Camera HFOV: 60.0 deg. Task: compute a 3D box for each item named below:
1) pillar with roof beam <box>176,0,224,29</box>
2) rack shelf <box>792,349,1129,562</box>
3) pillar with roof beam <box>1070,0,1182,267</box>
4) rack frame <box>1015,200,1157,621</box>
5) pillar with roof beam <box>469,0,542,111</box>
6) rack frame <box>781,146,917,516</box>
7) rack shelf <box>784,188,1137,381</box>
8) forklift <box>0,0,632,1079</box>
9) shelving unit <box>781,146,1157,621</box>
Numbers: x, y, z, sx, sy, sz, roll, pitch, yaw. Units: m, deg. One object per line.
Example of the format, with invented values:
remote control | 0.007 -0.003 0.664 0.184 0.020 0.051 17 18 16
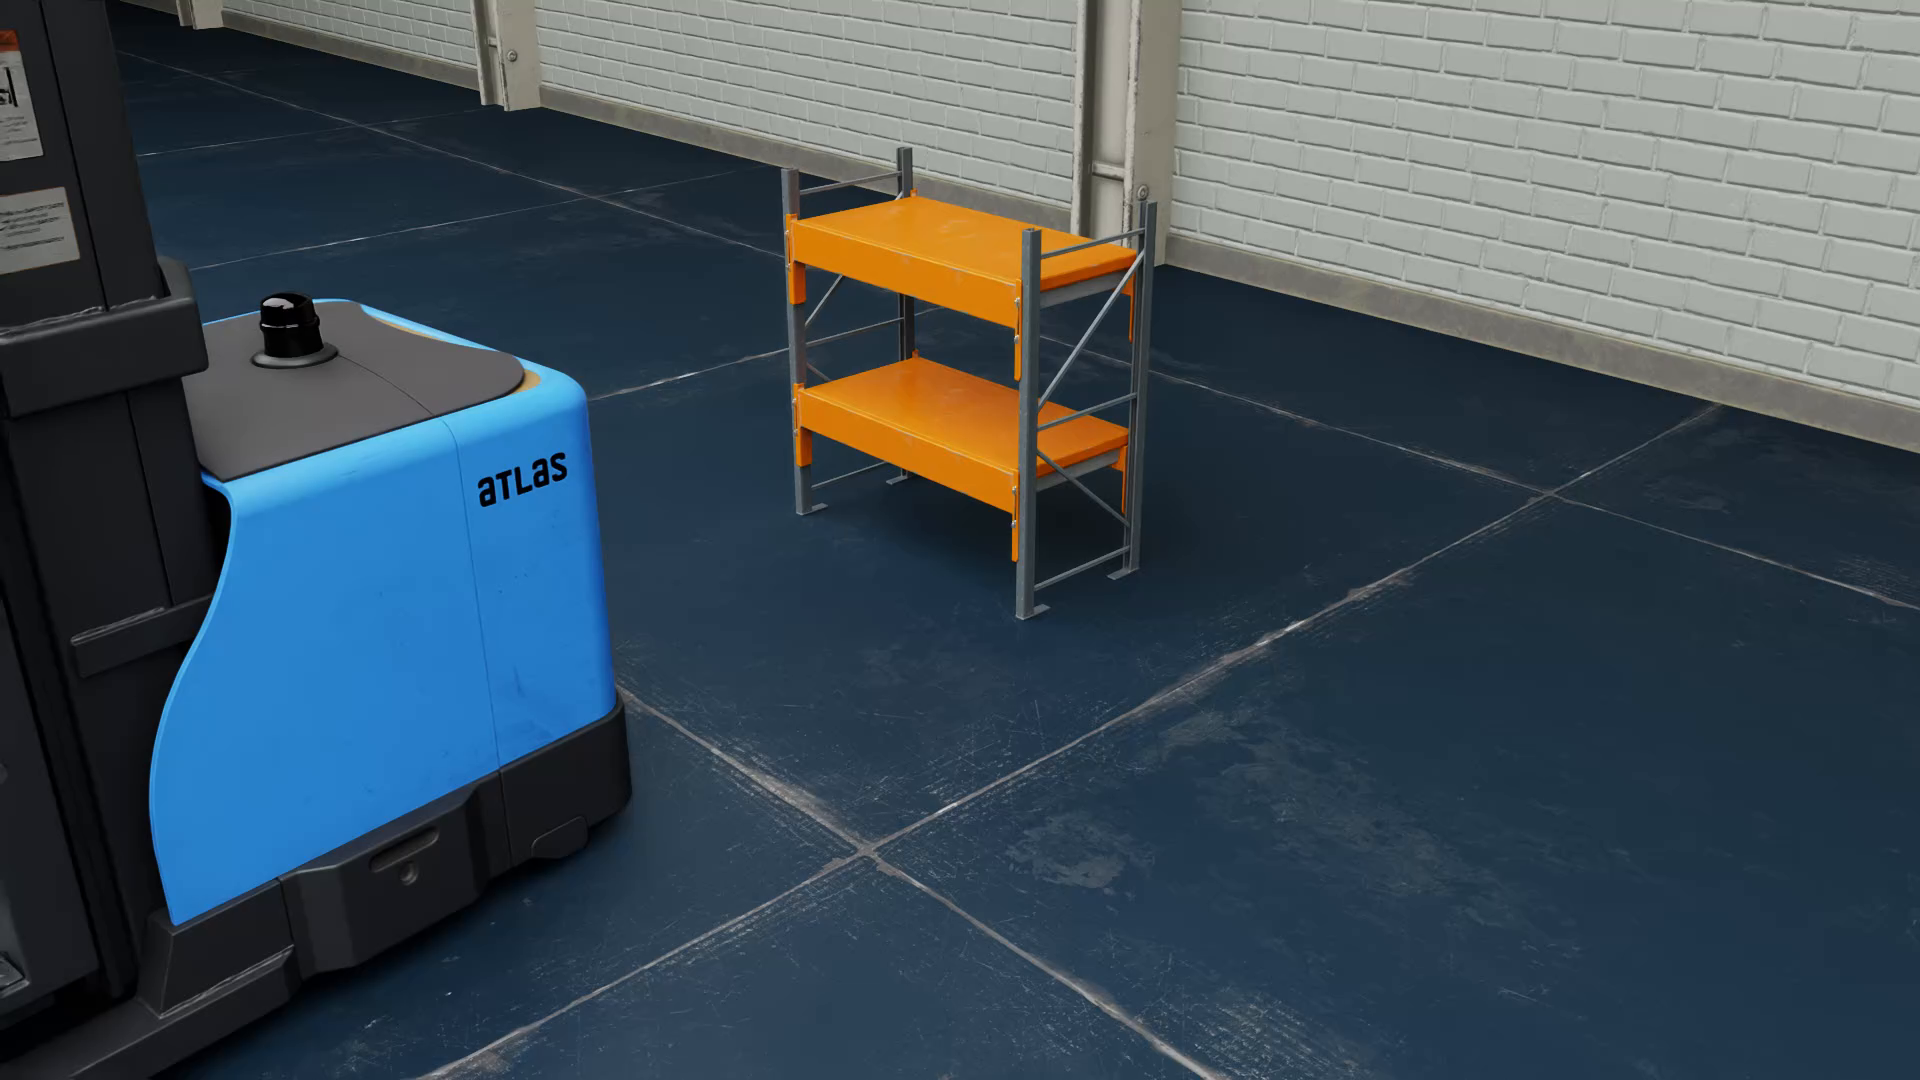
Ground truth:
pillar with roof beam | -10.550 -7.908 11.742 9.100 9.000 0.400 -21 32 -38
rack shelf | 0.005 -0.287 5.114 0.538 0.278 1.000 -21 32 -38
pillar with roof beam | -2.348 -4.272 3.773 9.100 9.000 0.400 -21 32 -38
rack frame | 0.352 -0.356 4.674 0.500 1.125 0.032 -21 32 -38
pillar with roof beam | -6.449 -6.090 7.758 9.100 9.000 0.400 -21 32 -38
rack frame | -0.343 -0.664 5.350 0.500 1.125 0.032 -21 32 -38
rack shelf | 0.005 -0.776 4.891 0.538 0.278 1.000 -21 32 -38
forklift | -2.089 -0.352 2.490 1.130 2.935 3.031 20 31 36
shelving unit | 0.005 -0.510 5.012 0.538 1.125 1.048 -21 32 -38
